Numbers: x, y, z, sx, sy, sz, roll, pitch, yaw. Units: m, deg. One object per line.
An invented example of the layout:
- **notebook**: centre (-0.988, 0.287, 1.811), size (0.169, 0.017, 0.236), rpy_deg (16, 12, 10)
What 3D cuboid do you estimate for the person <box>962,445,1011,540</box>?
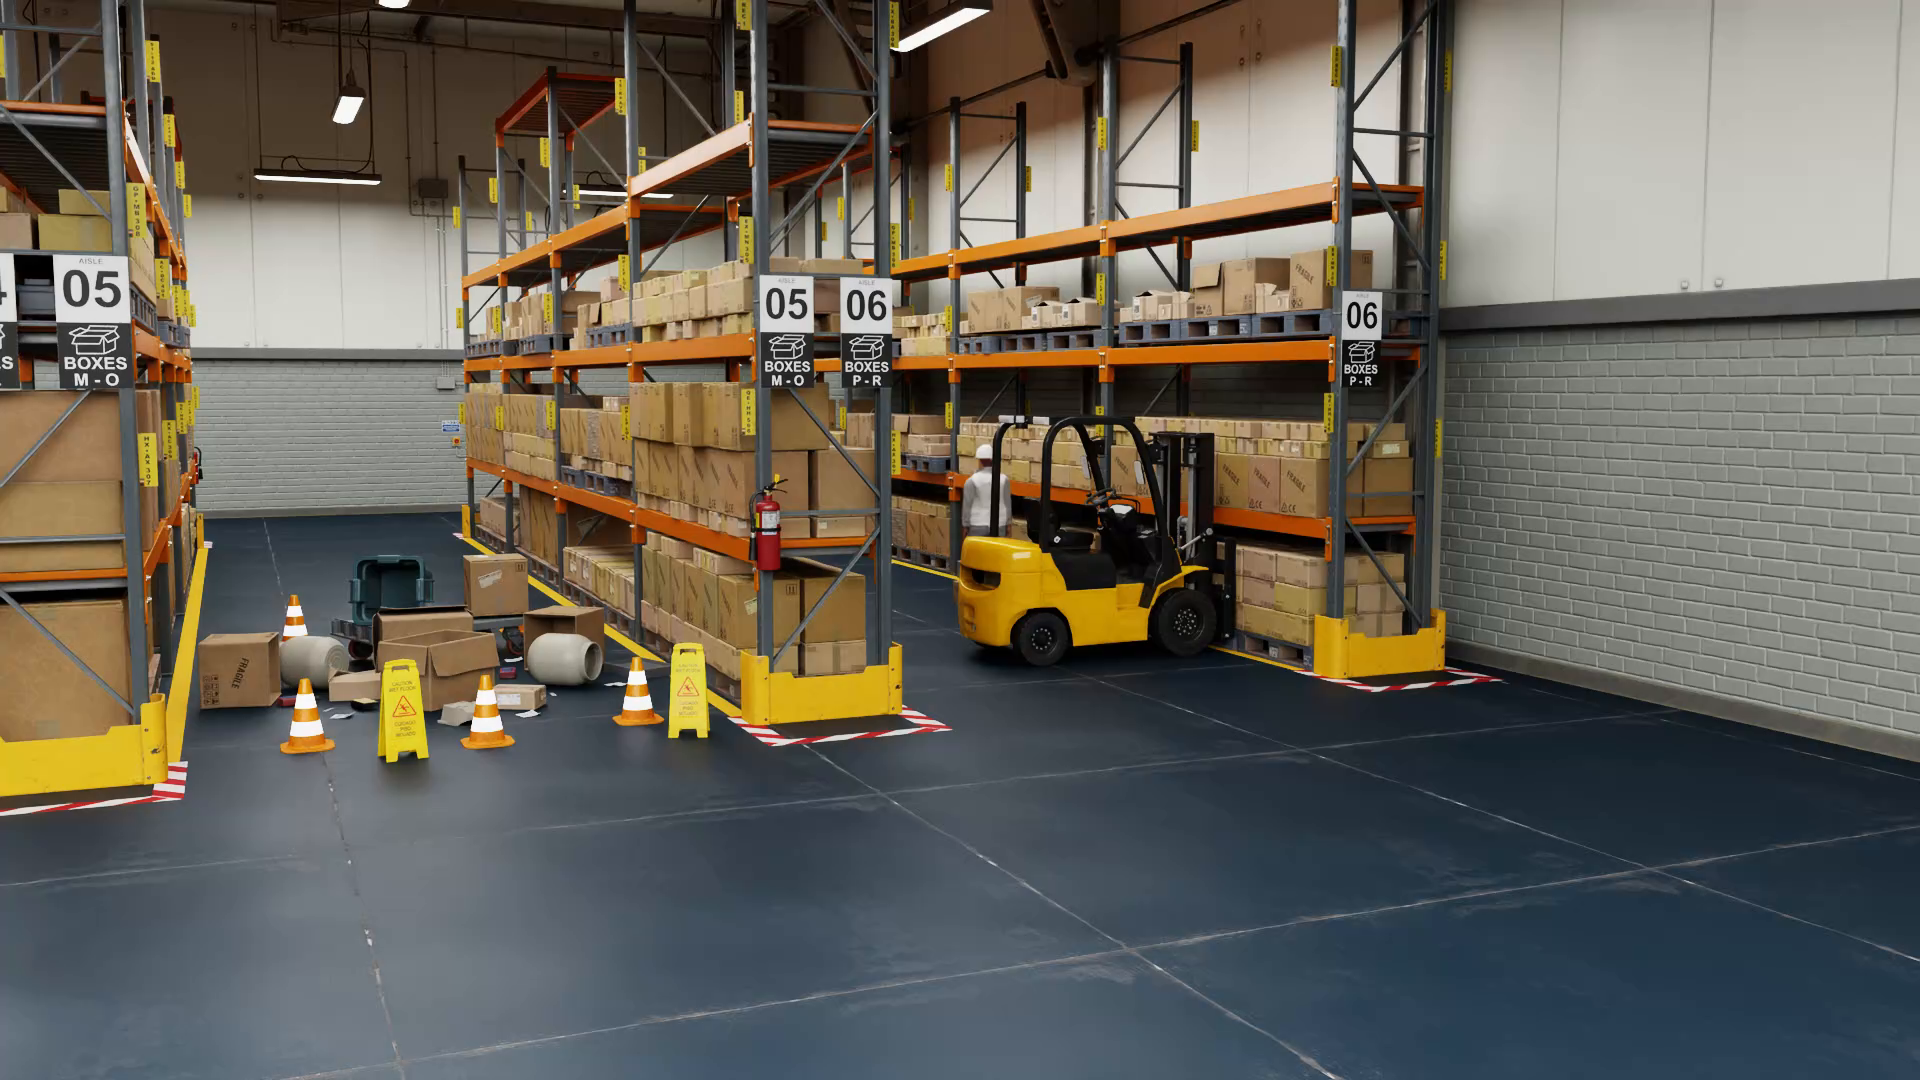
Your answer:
- **person**: centre (0.276, -0.130, 18.008), size (0.548, 1.808, 0.413), rpy_deg (-1, 6, -14)
